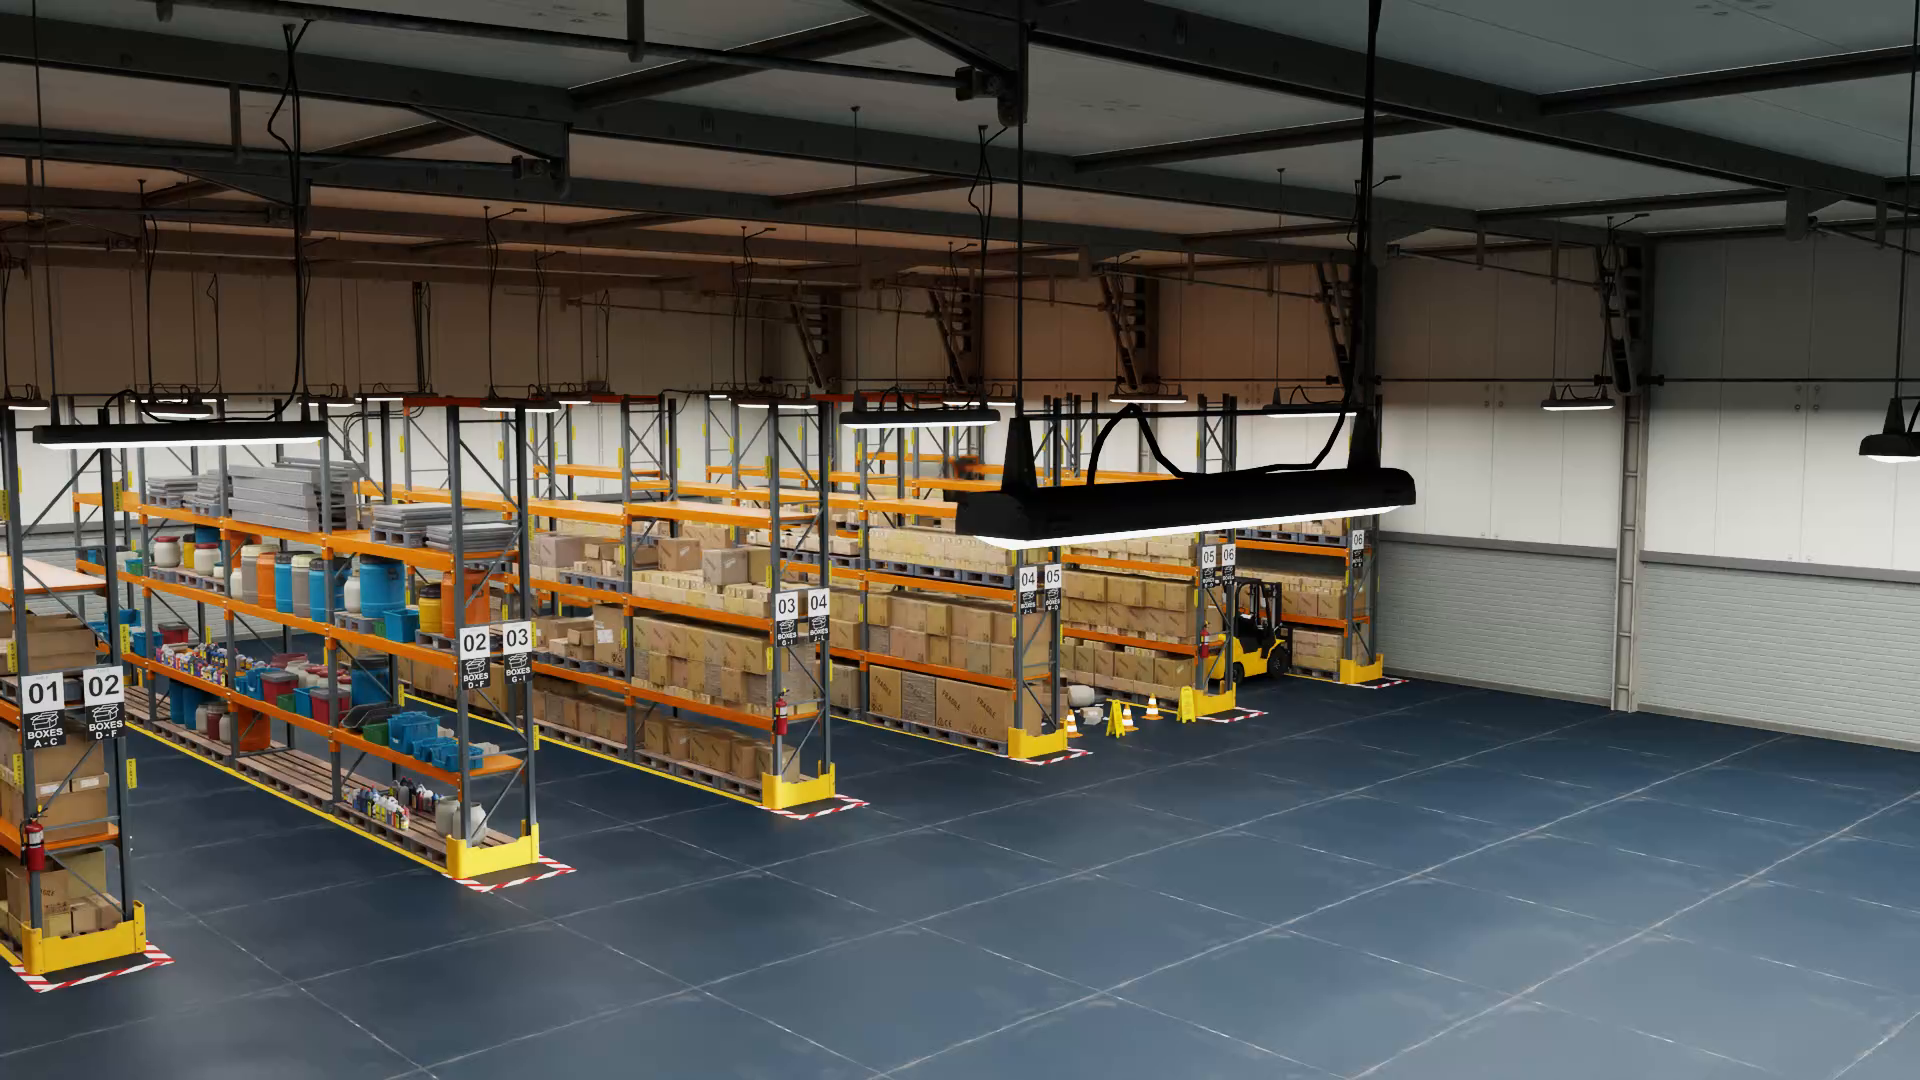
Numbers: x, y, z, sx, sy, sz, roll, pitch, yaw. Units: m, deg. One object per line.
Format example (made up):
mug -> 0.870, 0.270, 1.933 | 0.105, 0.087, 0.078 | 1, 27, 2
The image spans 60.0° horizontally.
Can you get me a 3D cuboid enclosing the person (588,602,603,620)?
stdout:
person -> -7.521, 2.147, 34.701 | 0.707, 1.731, 0.584 | 5, 8, 44
